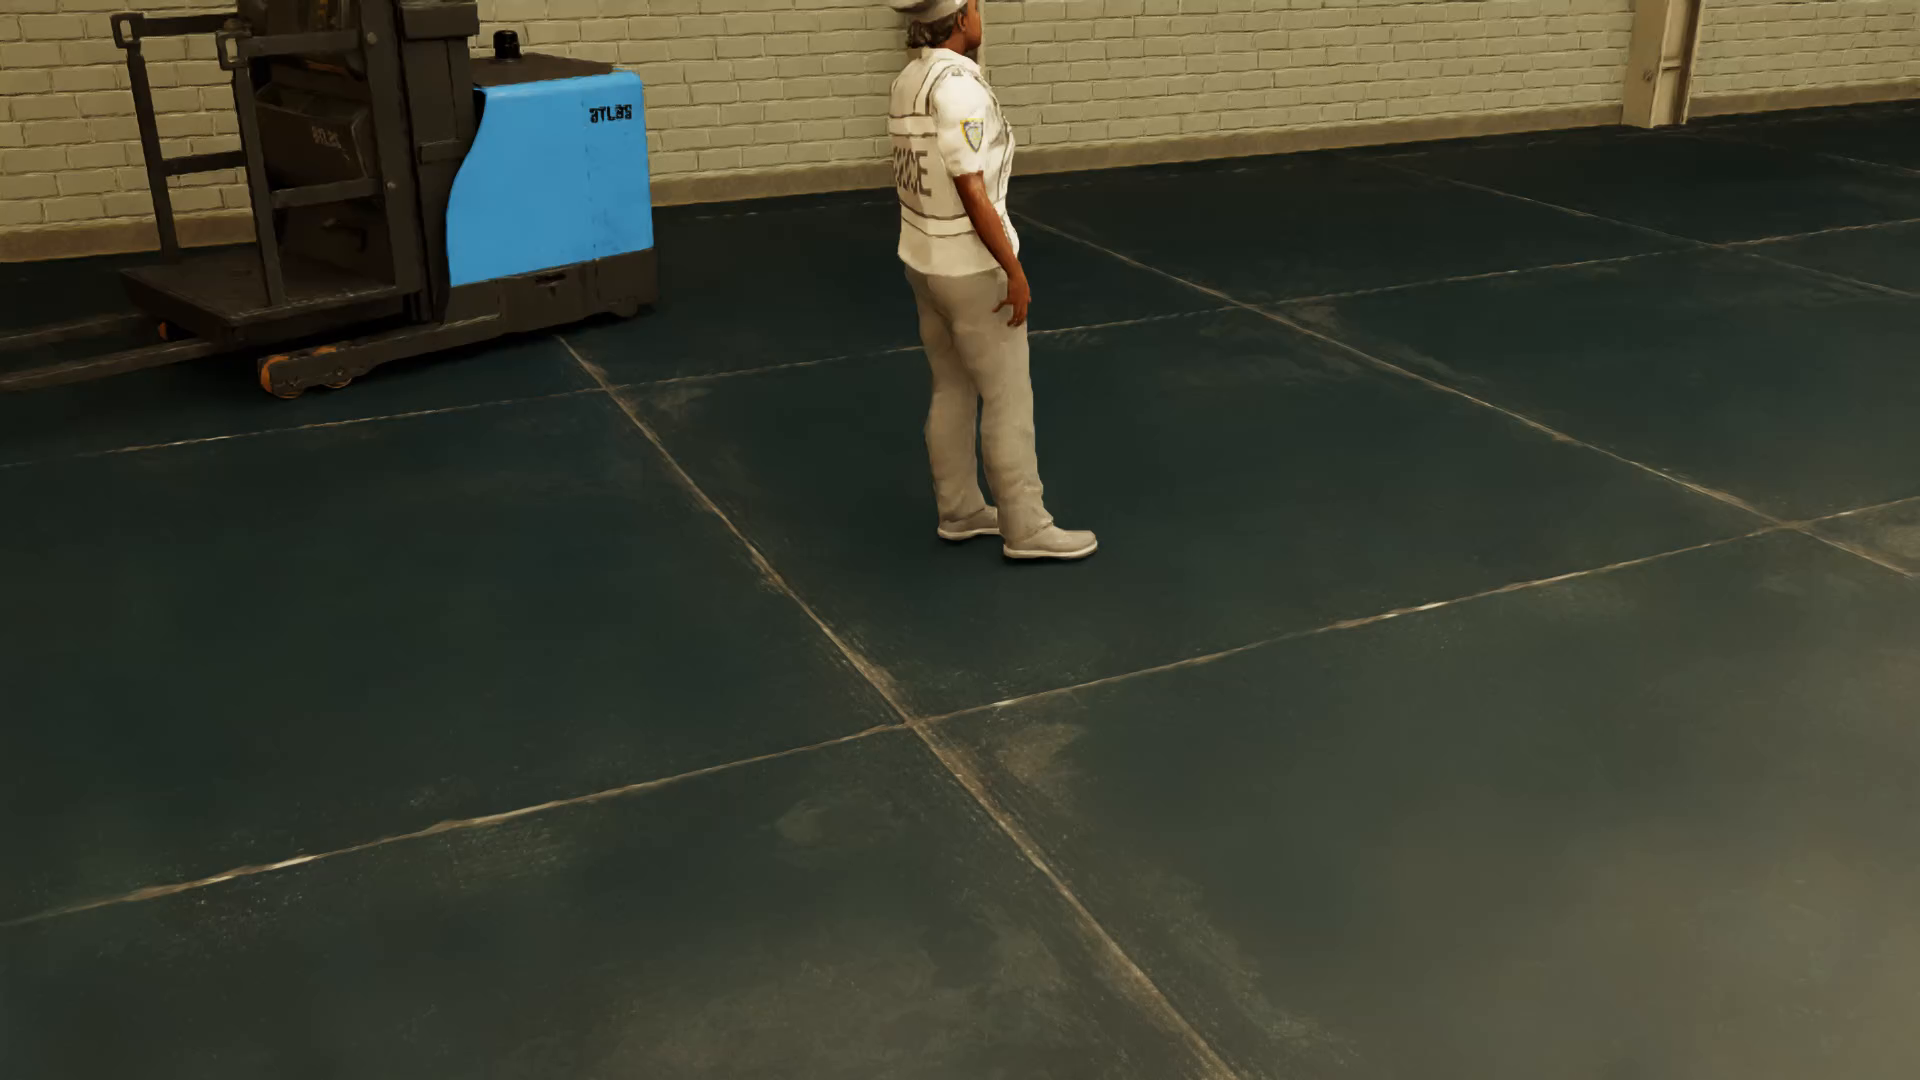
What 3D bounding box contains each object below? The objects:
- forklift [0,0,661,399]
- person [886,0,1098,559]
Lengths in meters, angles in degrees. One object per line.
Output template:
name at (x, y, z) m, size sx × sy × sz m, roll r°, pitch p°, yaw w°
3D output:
forklift at (-2.757, -2.119, 6.386) m, size 1.130 × 2.935 × 3.031 m, roll 21°, pitch 30°, yaw 41°
person at (0.076, -0.795, 4.792) m, size 0.529 × 1.695 × 0.570 m, roll -10°, pitch 25°, yaw -23°
